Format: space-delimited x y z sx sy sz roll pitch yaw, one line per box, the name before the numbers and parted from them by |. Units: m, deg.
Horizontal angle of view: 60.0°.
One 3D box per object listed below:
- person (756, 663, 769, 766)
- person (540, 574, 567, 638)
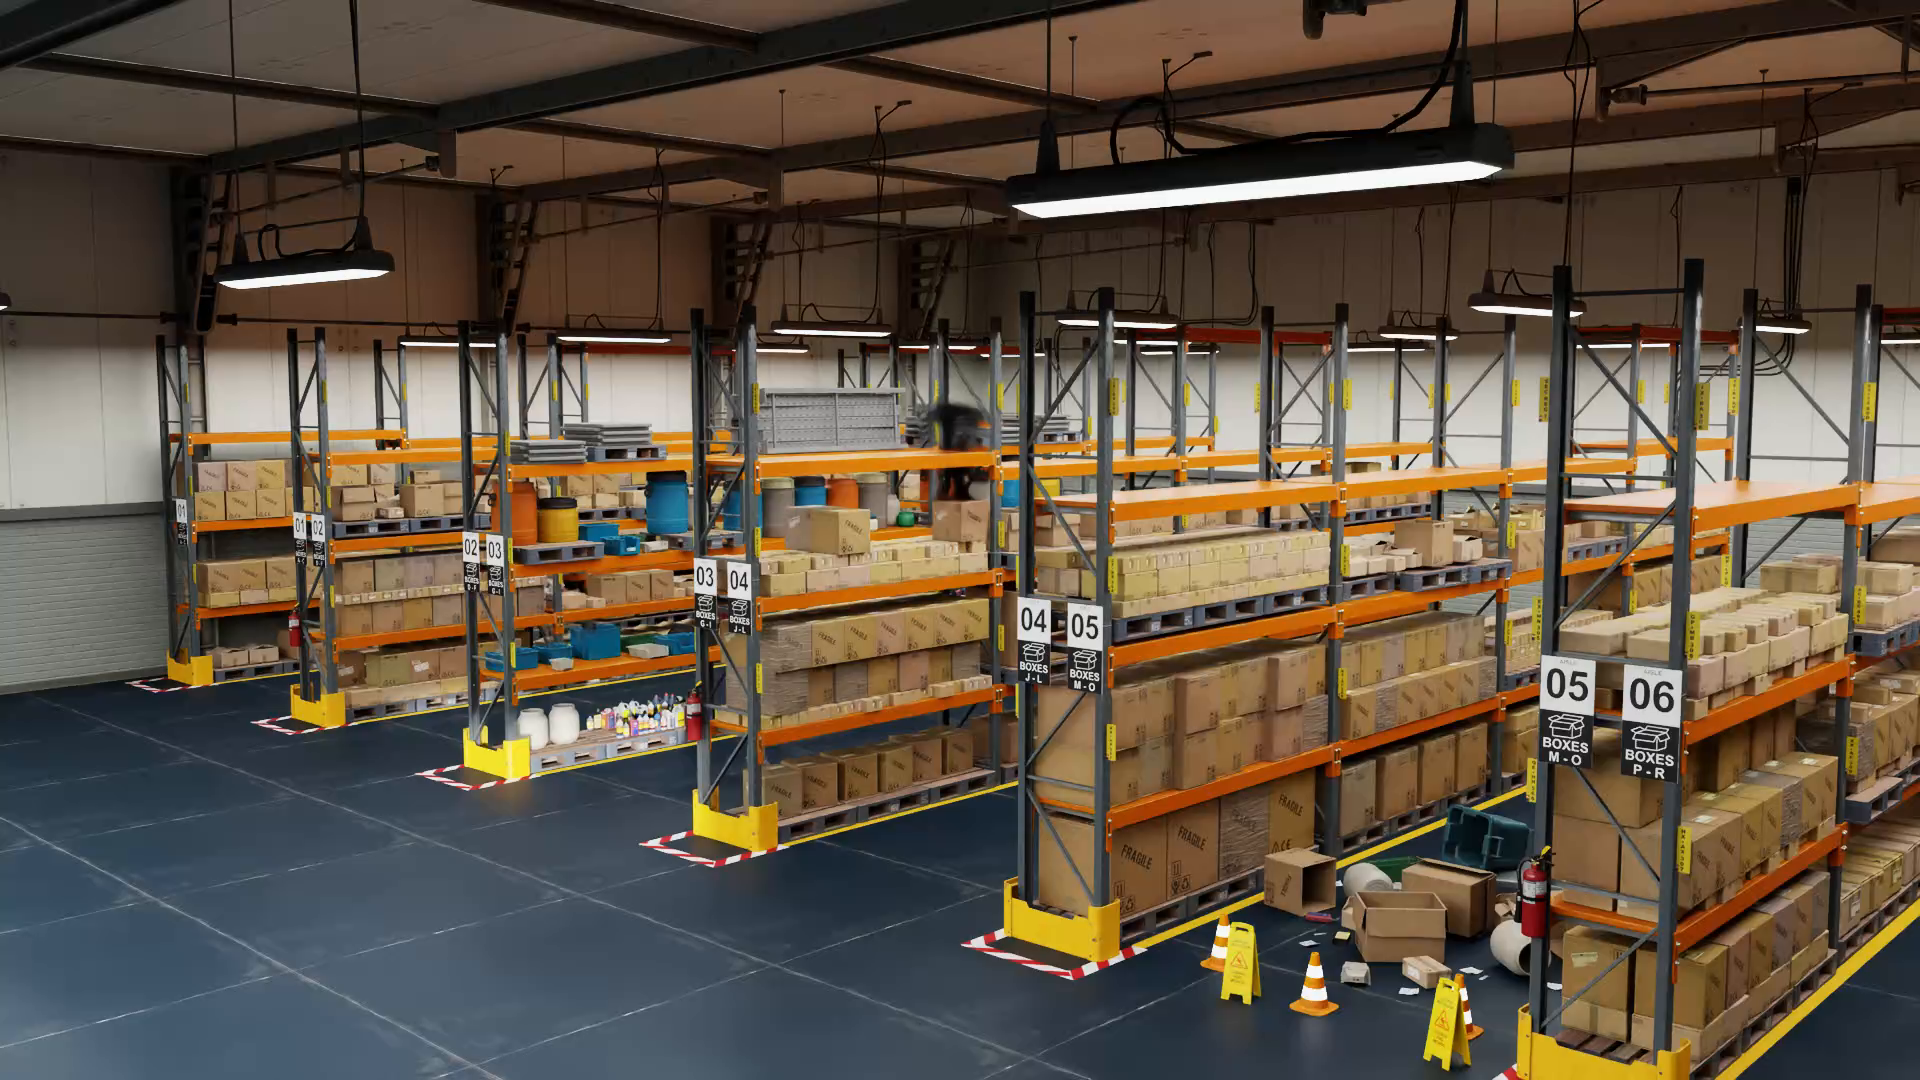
person | -2.511 2.226 20.197 1.858 2.082 3.283 2 6 19
person | -7.878 1.350 31.822 0.553 1.723 0.842 4 7 37
